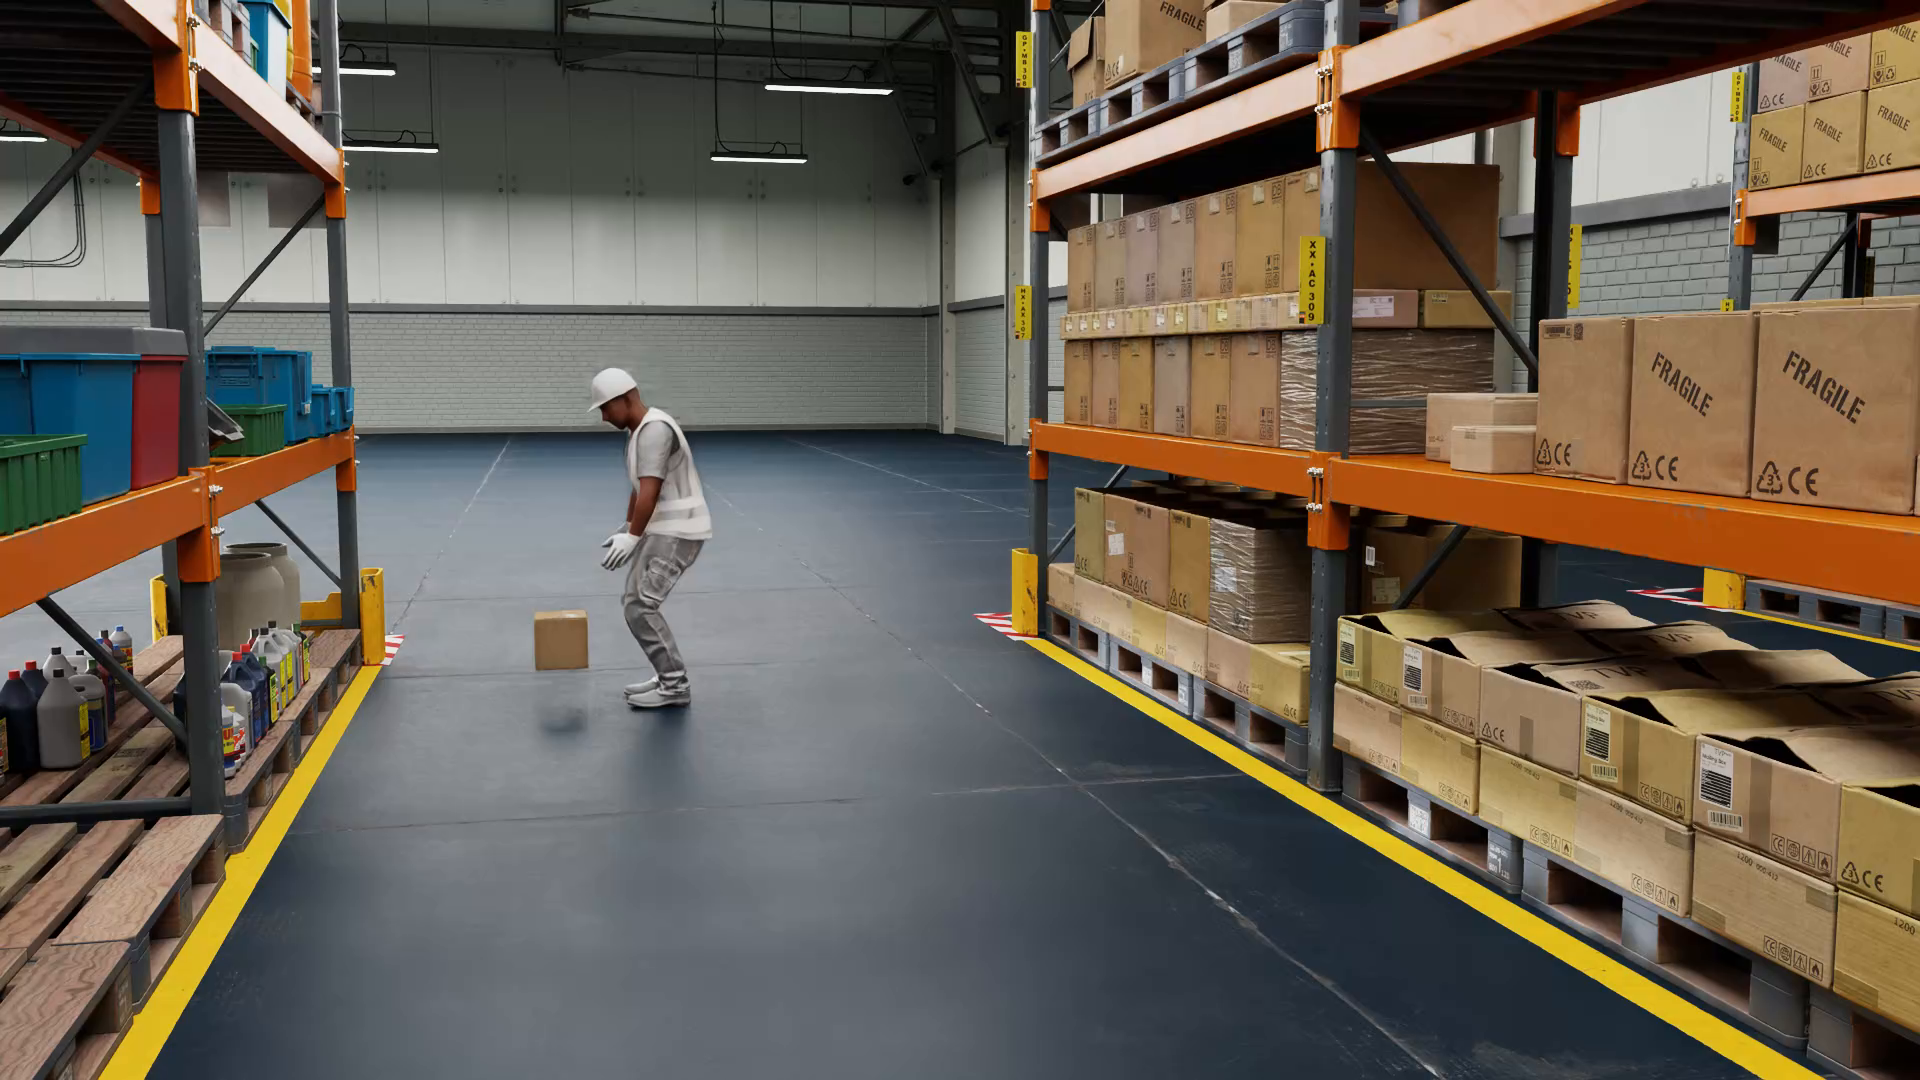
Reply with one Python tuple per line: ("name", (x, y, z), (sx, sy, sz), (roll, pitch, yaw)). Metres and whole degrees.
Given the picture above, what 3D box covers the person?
("person", (-1.506, -0.015, 8.119), (0.584, 1.644, 0.594), (-1, 6, -13))
